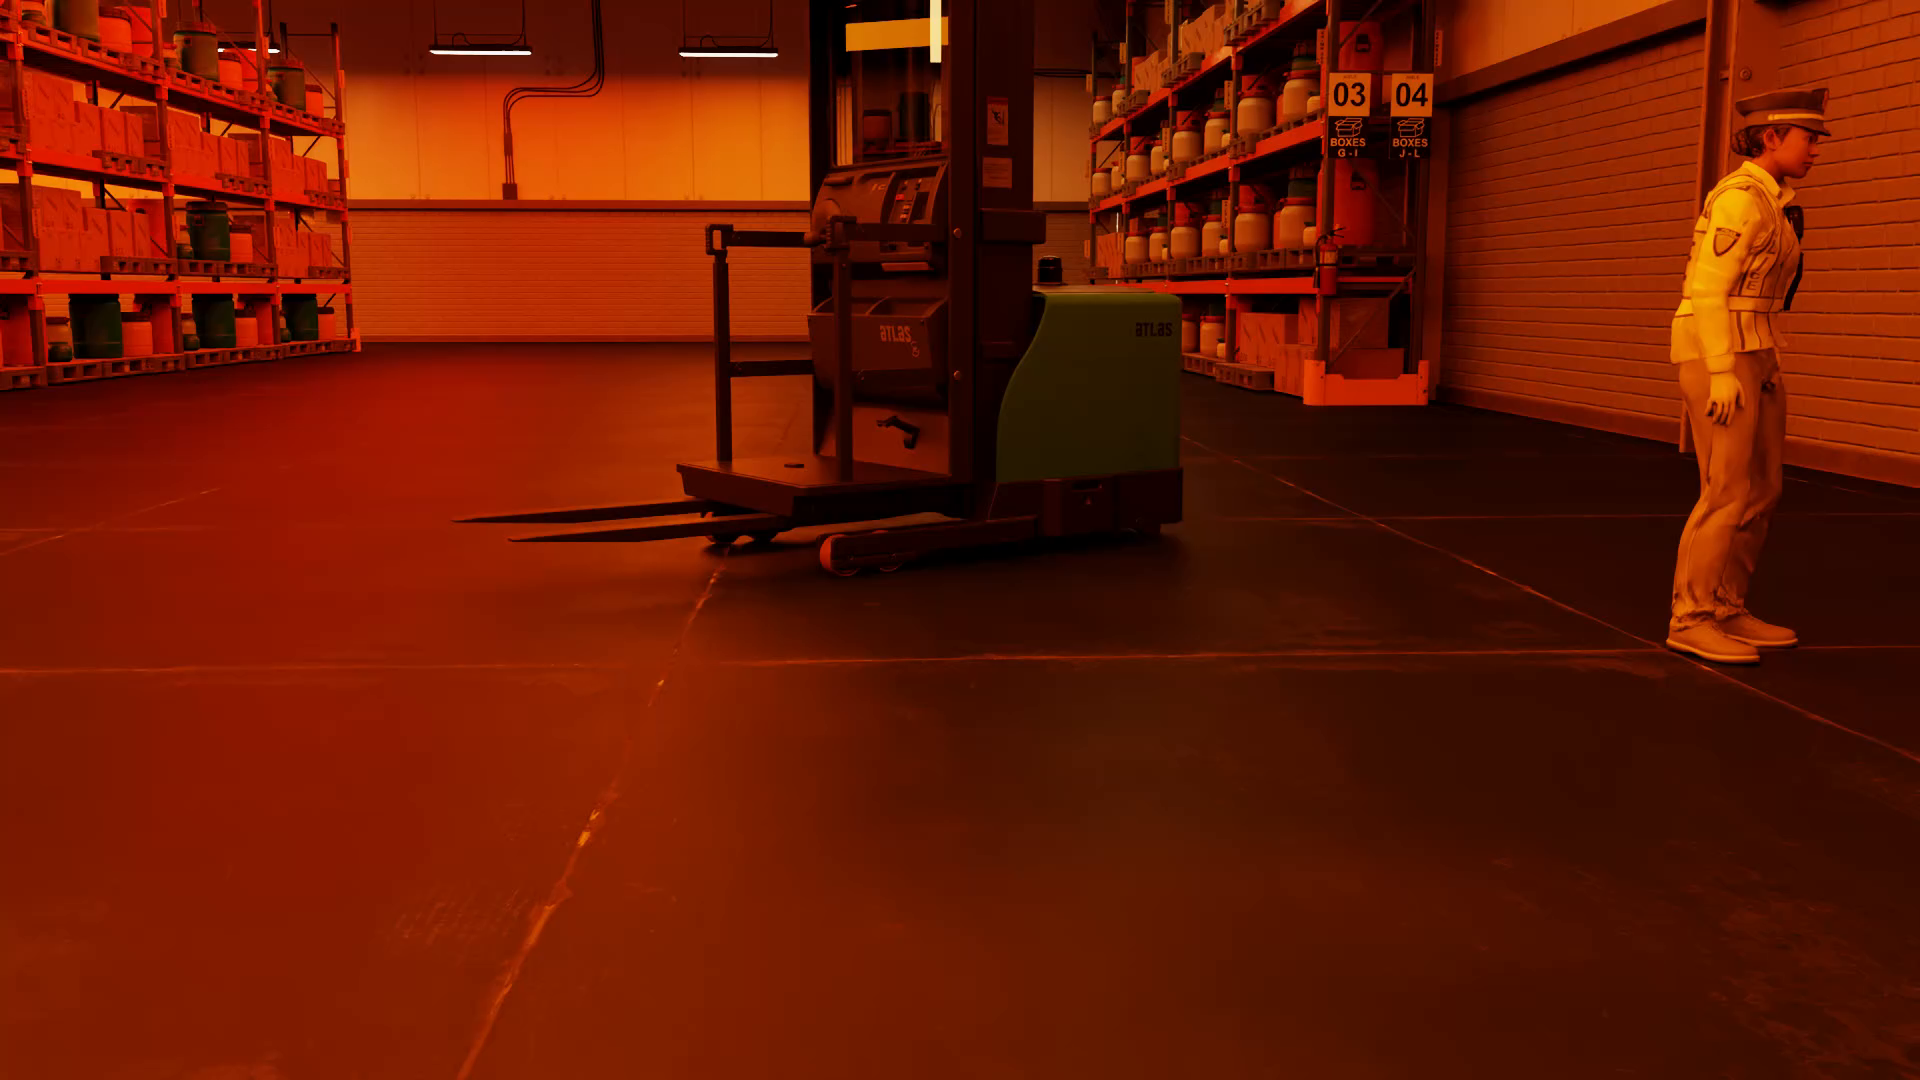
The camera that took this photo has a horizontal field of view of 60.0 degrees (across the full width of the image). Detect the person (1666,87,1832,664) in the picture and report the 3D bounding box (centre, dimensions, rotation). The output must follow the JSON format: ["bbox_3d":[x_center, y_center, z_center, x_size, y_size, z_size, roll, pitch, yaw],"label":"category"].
[{"bbox_3d":[2.350,-0.495,4.992,0.373,1.662,0.540,7,11,41],"label":"person"}]

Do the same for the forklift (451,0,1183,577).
[{"bbox_3d":[-0.511,-1.397,6.738,3.031,2.935,1.130,-6,10,-35],"label":"forklift"}]
